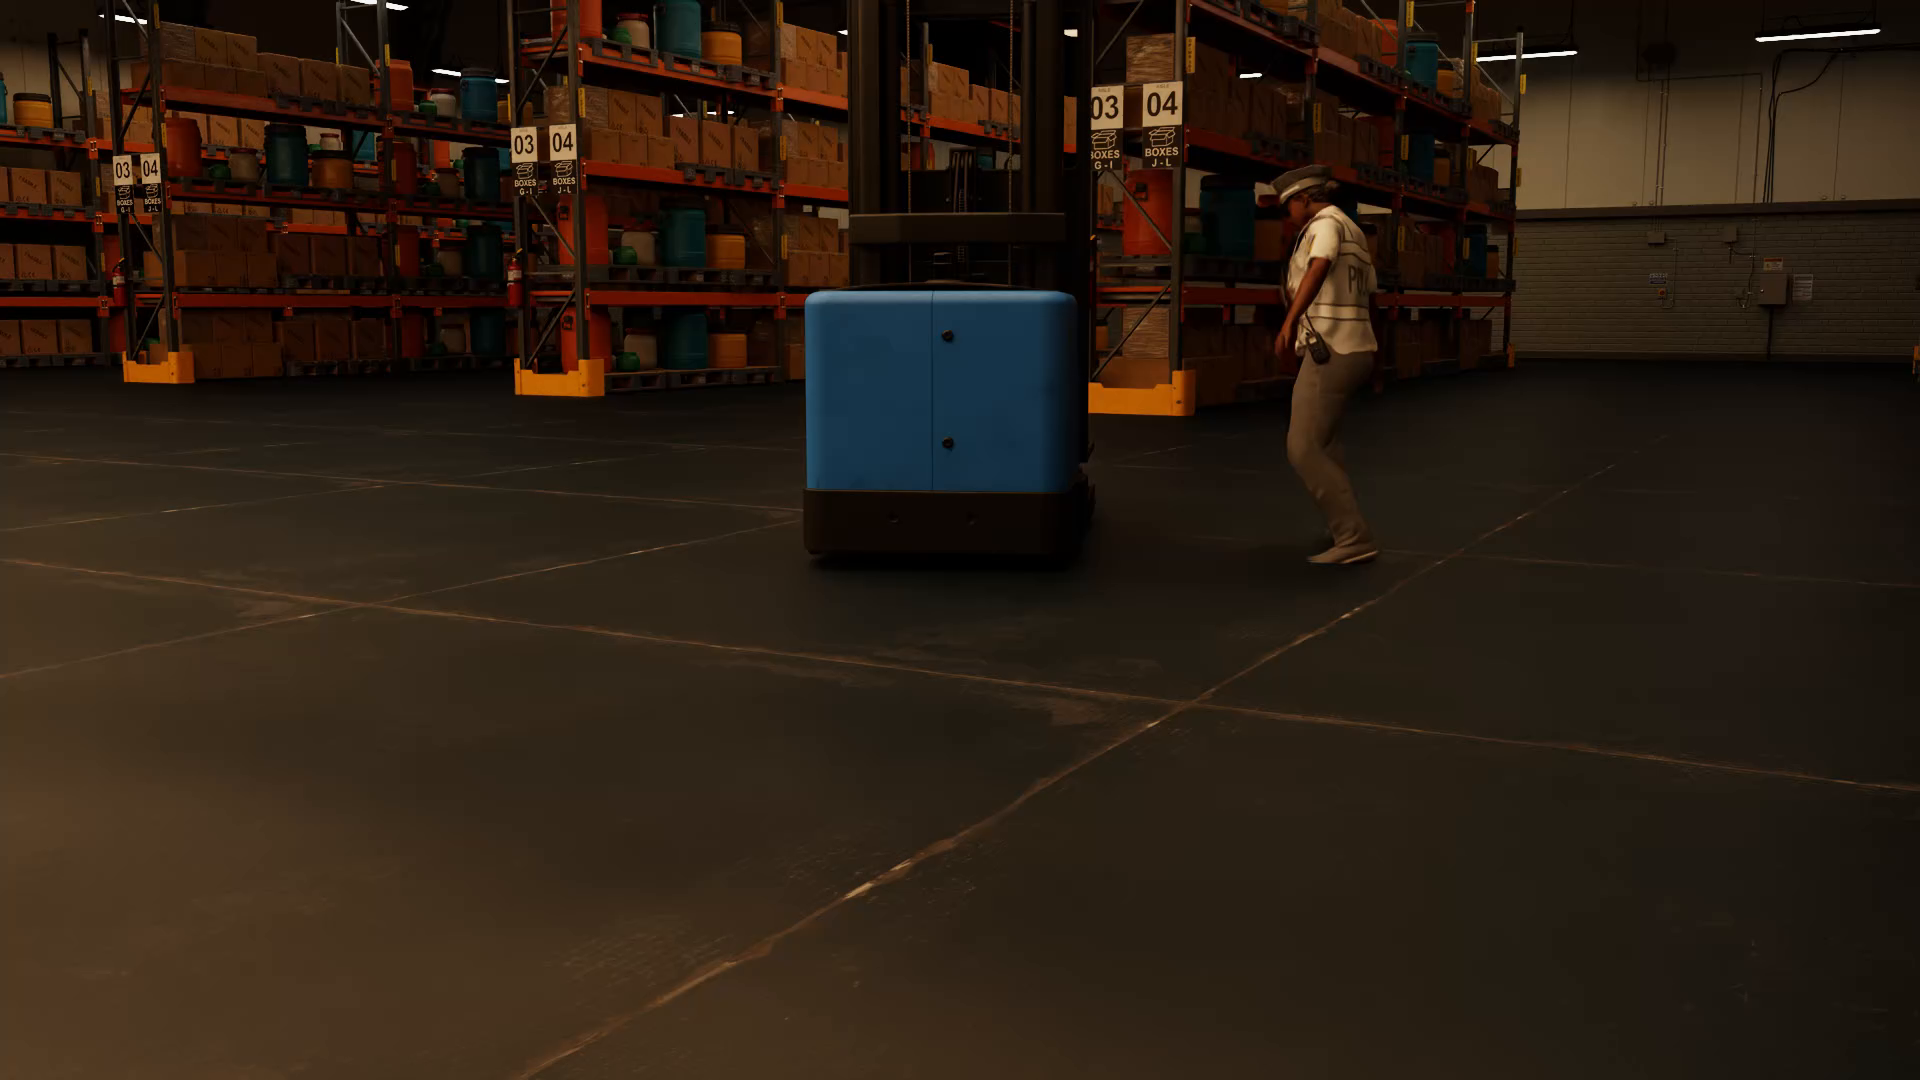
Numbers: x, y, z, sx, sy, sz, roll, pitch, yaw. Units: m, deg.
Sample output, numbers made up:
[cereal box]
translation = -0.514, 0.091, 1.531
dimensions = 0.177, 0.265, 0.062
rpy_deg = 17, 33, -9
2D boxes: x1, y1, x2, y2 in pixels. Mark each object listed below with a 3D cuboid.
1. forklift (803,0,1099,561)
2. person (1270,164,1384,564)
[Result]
[forklift]
translation = 0.072, -1.535, 7.712
dimensions = 1.130, 2.935, 3.031
rpy_deg = 1, 8, 7
[person]
translation = 1.487, -0.705, 6.760
dimensions = 0.508, 1.610, 1.067
rpy_deg = 4, 9, 27
